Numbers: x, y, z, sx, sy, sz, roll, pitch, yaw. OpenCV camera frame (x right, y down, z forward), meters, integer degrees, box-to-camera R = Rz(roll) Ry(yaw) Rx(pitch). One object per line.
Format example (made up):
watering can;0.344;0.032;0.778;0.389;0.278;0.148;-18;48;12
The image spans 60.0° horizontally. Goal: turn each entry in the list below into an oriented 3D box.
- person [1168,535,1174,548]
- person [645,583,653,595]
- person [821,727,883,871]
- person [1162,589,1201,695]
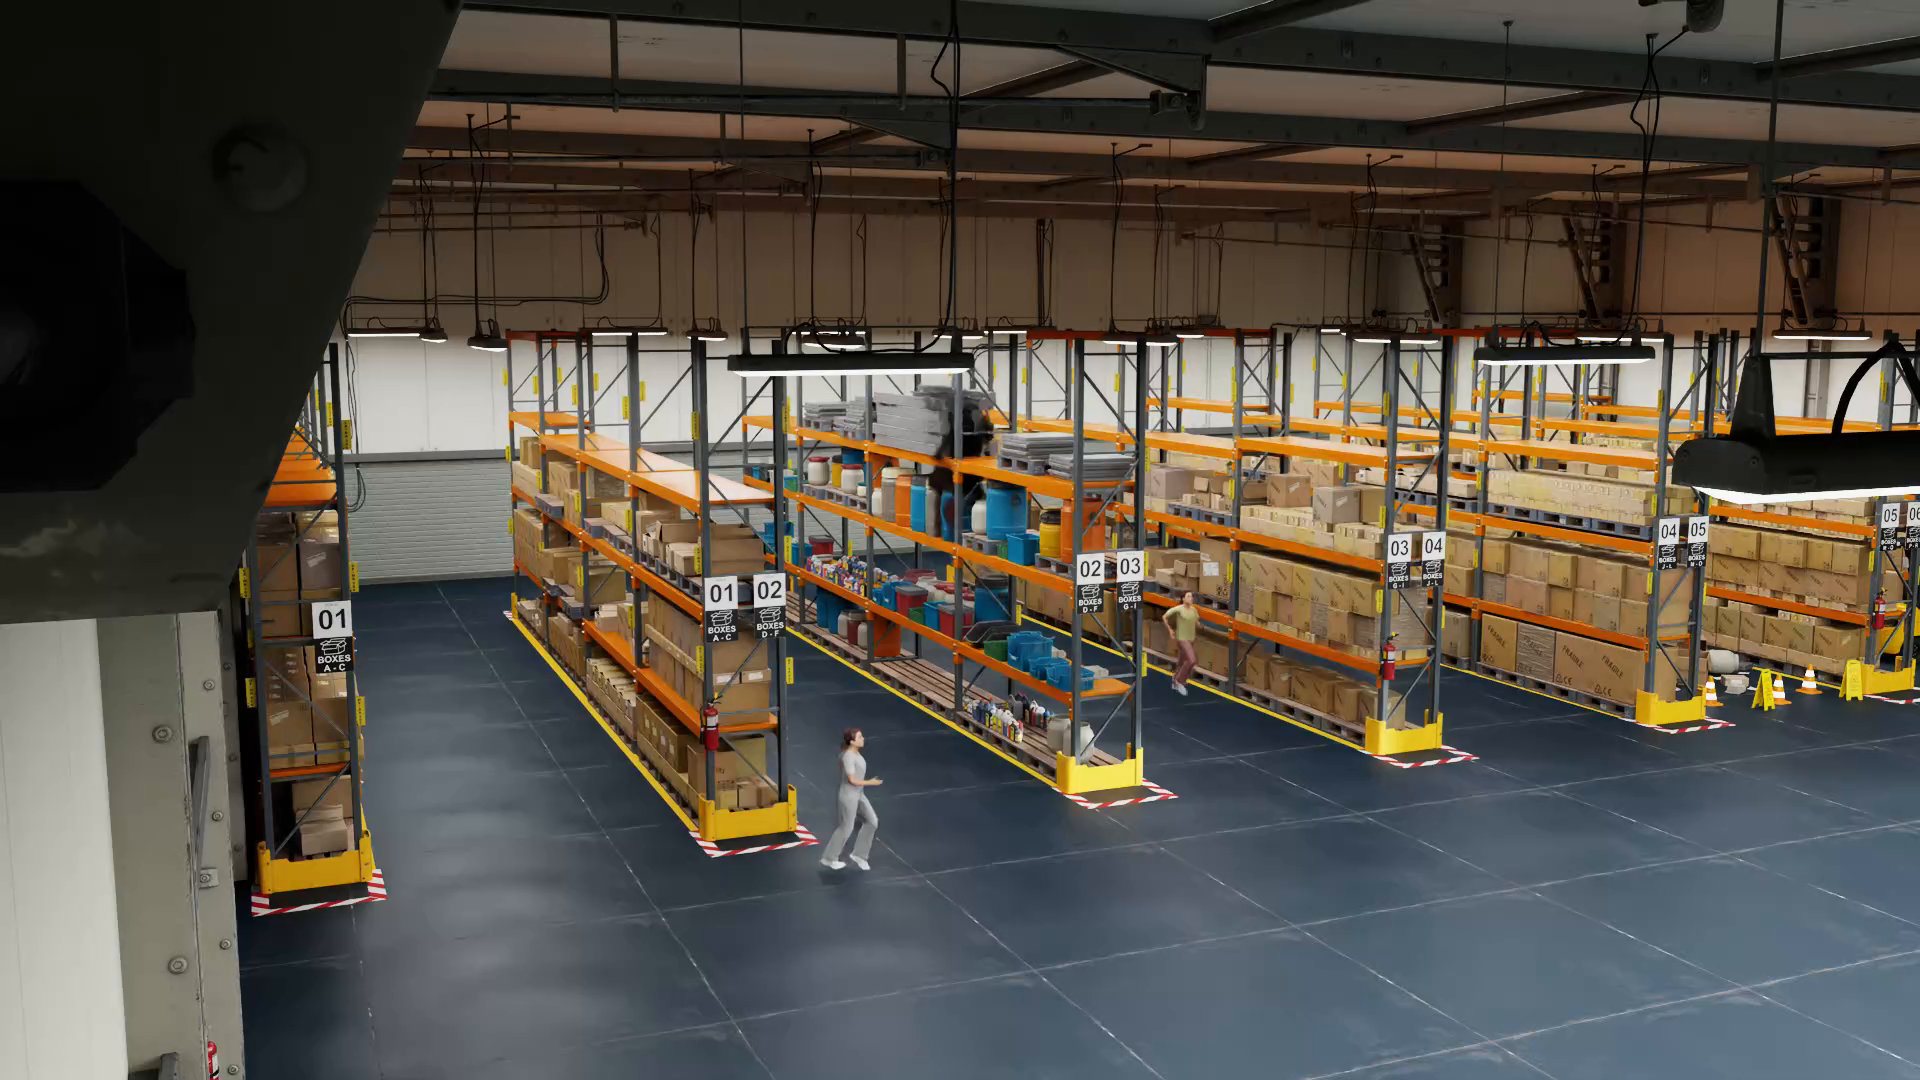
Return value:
person;5.354;-0.150;42.018;0.660;1.592;0.711;3;8;19
person;-6.190;0.878;33.717;0.717;1.785;1.014;-4;9;-27
person;-1.225;2.963;18.903;0.725;1.730;0.581;1;8;8
person;3.608;1.627;26.490;0.565;1.689;0.594;-6;10;-39
